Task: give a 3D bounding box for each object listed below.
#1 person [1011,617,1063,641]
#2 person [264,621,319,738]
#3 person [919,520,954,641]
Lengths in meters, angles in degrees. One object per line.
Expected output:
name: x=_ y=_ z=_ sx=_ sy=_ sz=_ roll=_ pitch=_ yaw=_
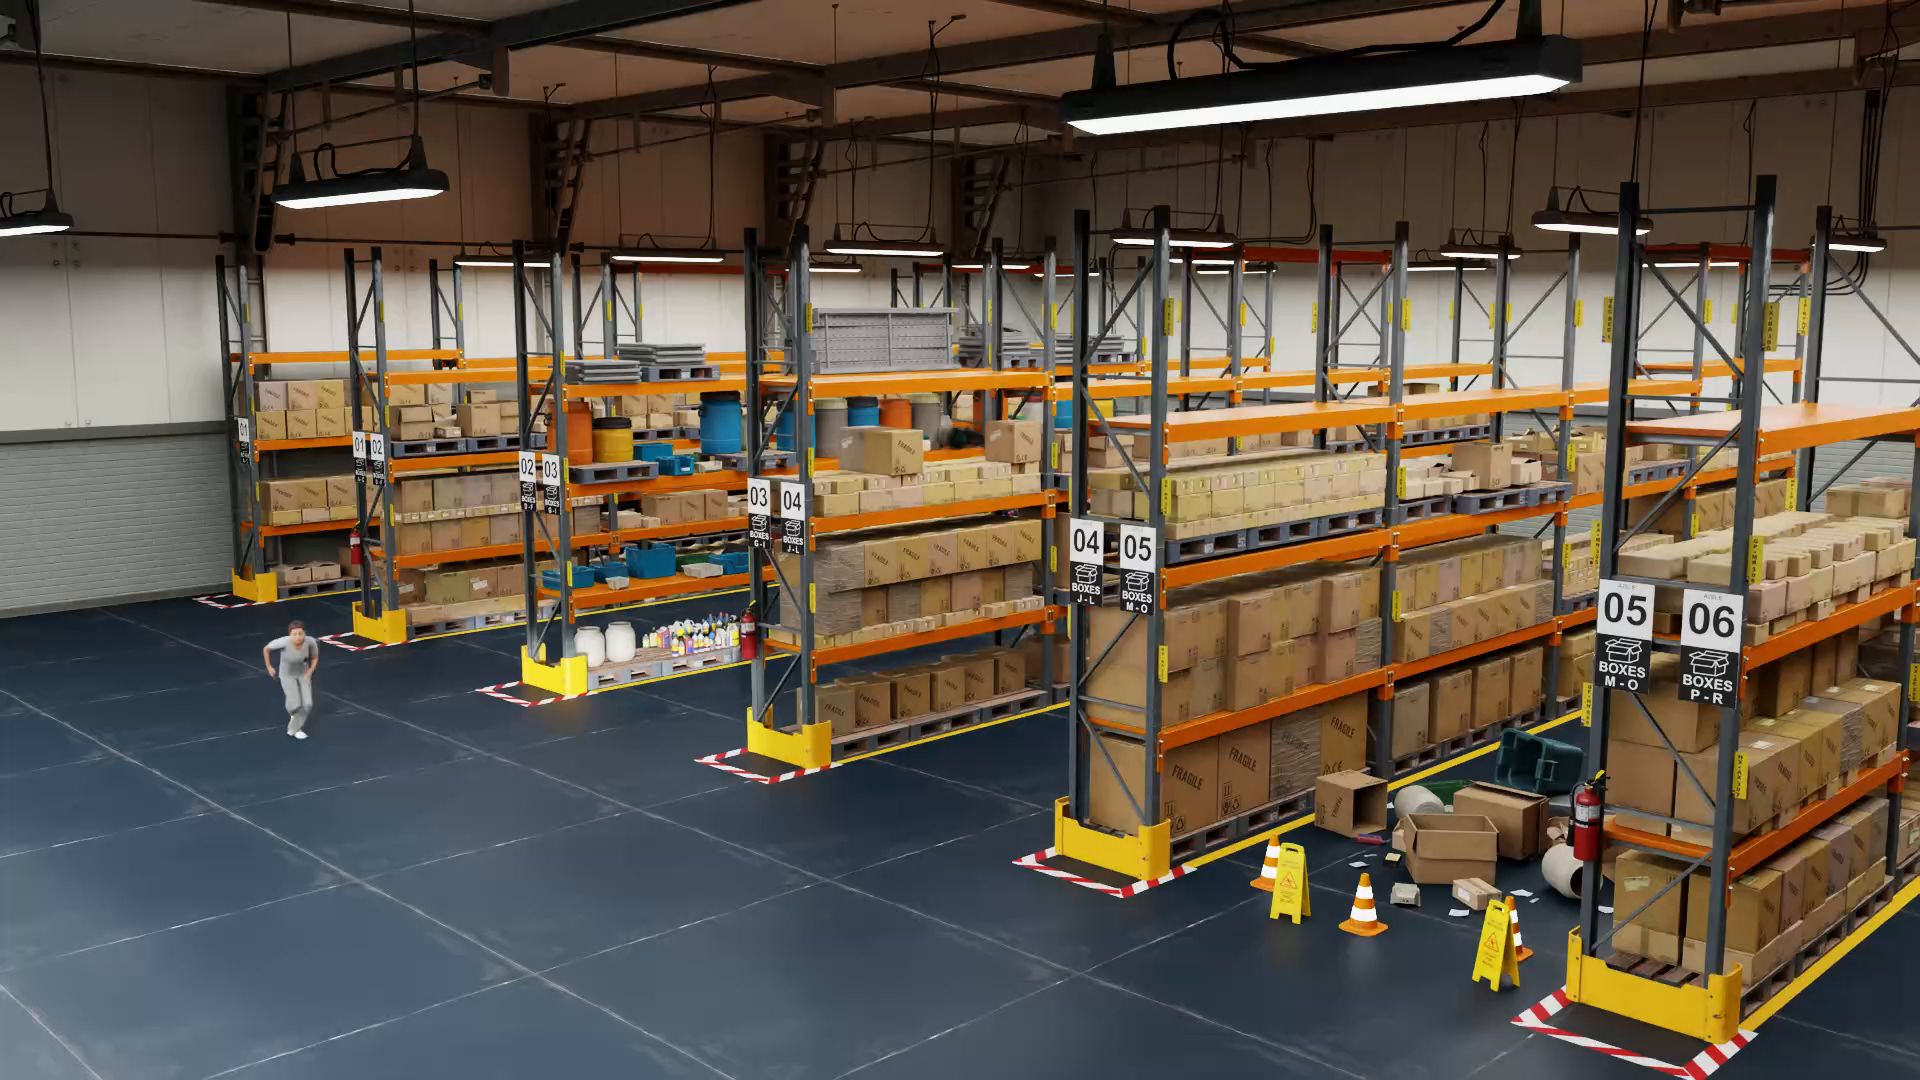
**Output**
person: x=1.157 y=0.632 z=24.614 sx=1.090 sy=1.666 sz=0.699 roll=-6 pitch=10 yaw=-38
person: x=-7.925 y=1.655 z=19.735 sx=0.581 sy=1.490 sz=0.782 roll=-5 pitch=10 yaw=-33
person: x=-0.422 y=0.583 z=24.589 sx=0.704 sy=1.780 sz=0.665 roll=1 pitch=8 yaw=10
